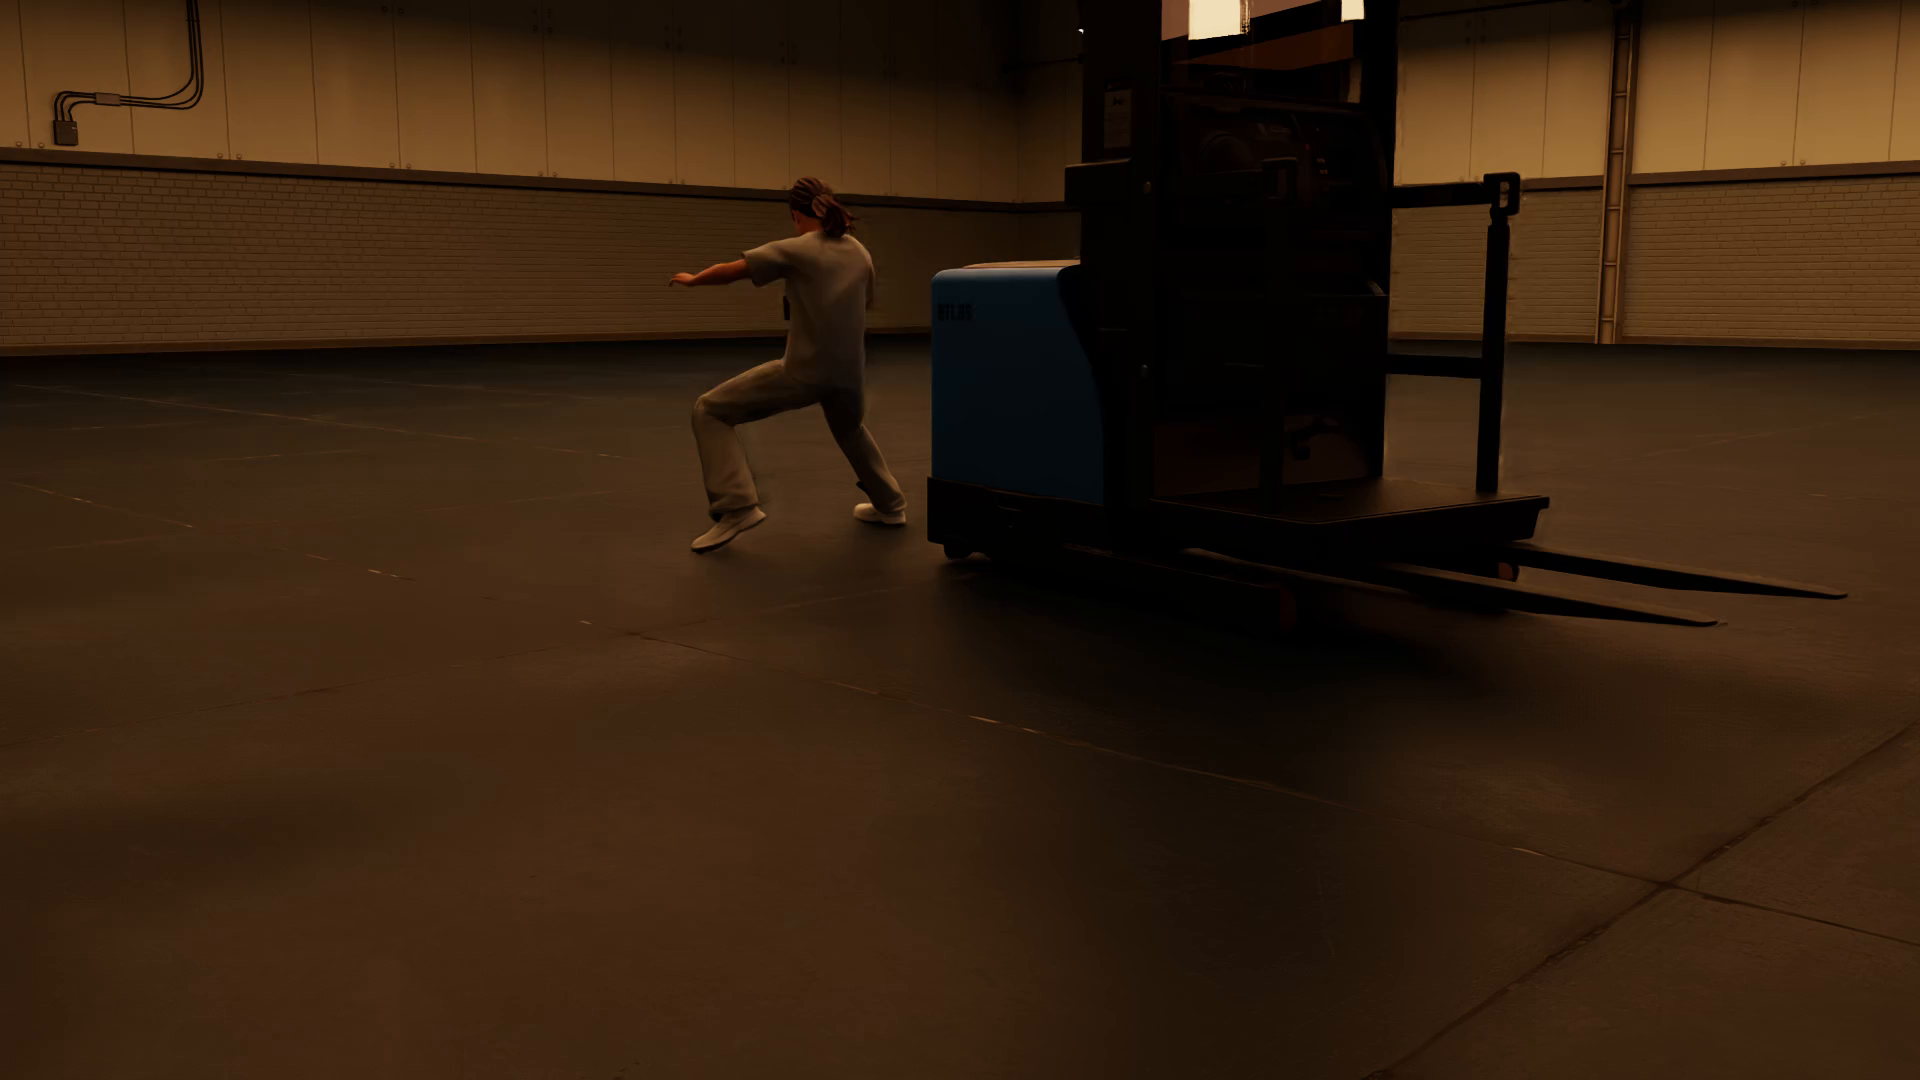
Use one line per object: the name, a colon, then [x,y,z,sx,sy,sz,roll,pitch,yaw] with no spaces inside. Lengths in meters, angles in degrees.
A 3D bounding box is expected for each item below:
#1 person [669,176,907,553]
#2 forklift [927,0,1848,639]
person: [-0.651,-0.720,6.691,1.123,1.443,0.639,-6,11,-35]
forklift: [1.142,-1.243,5.130,1.130,2.935,3.031,-6,10,-35]
